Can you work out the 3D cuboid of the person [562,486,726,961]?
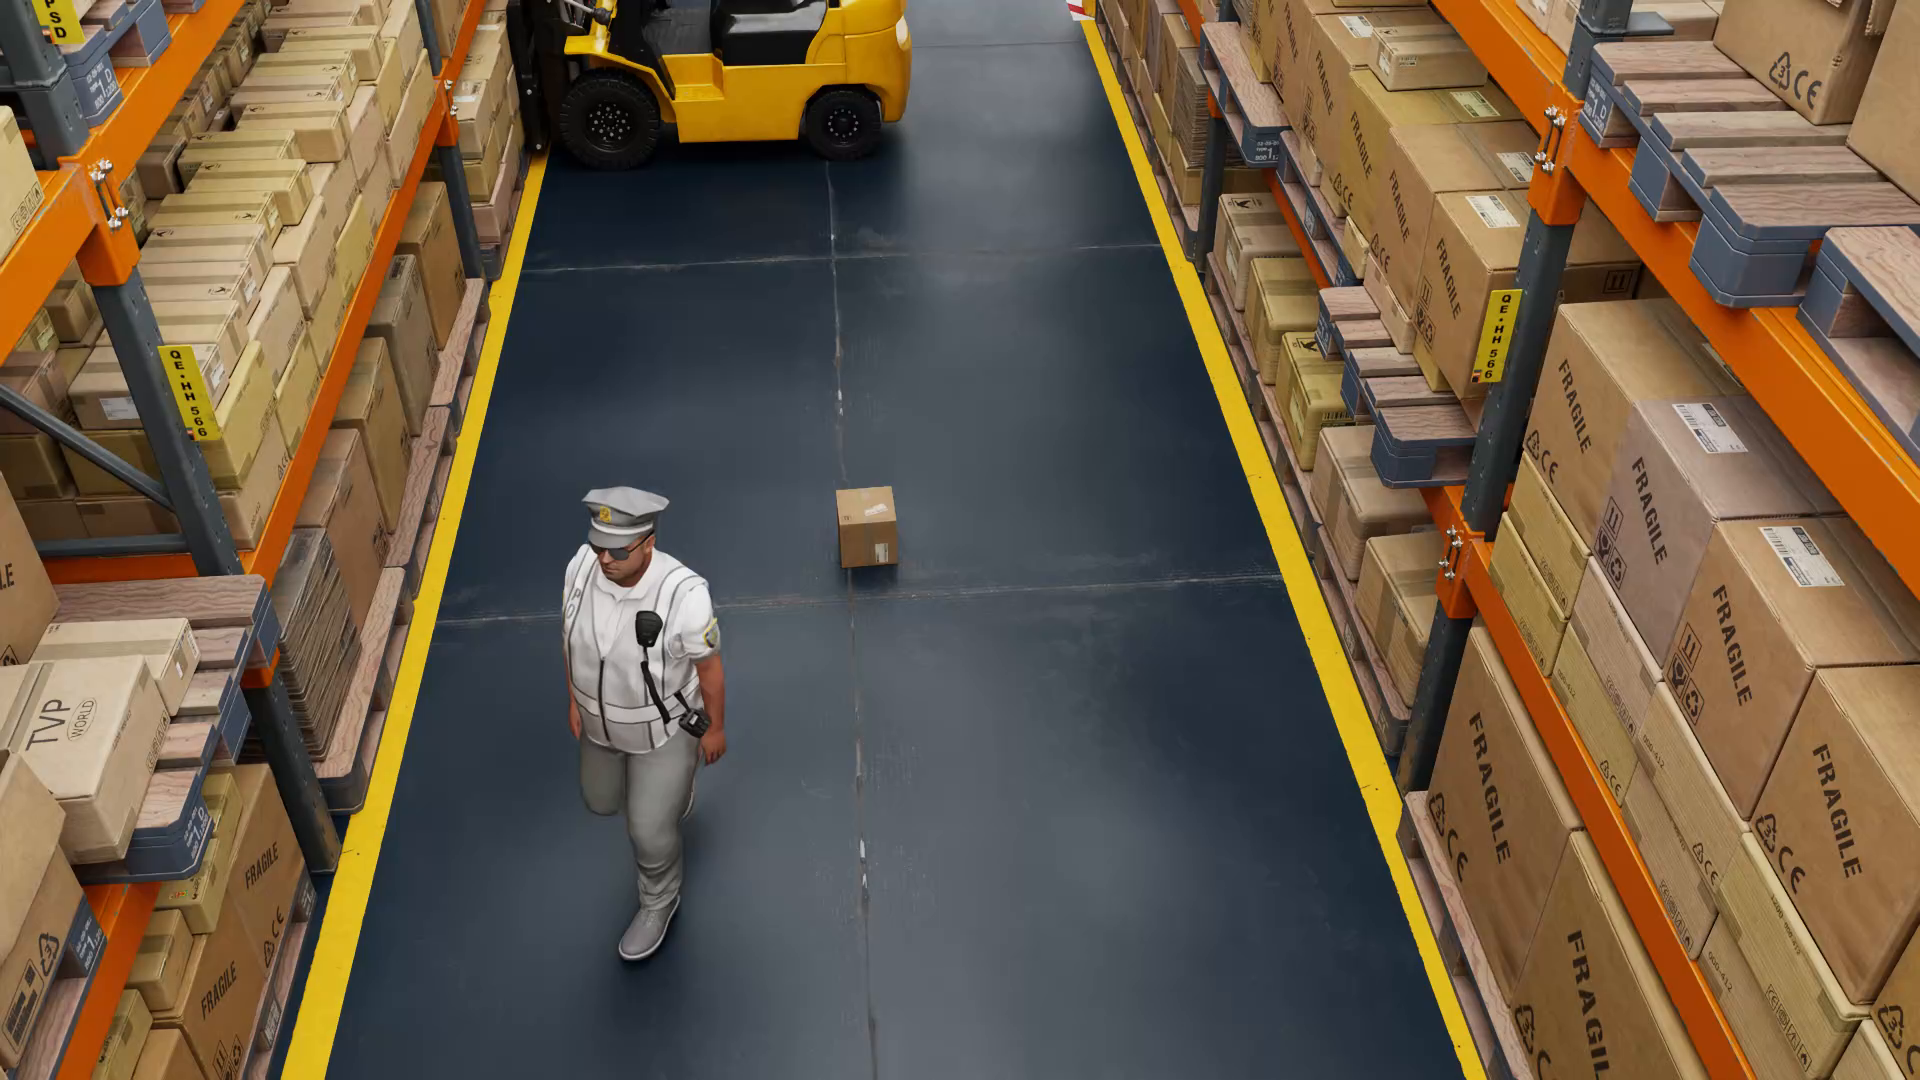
[{"bbox_3d":[-1.030,0.539,5.439,0.545,1.740,0.771,16,42,19],"label":"person"}]
